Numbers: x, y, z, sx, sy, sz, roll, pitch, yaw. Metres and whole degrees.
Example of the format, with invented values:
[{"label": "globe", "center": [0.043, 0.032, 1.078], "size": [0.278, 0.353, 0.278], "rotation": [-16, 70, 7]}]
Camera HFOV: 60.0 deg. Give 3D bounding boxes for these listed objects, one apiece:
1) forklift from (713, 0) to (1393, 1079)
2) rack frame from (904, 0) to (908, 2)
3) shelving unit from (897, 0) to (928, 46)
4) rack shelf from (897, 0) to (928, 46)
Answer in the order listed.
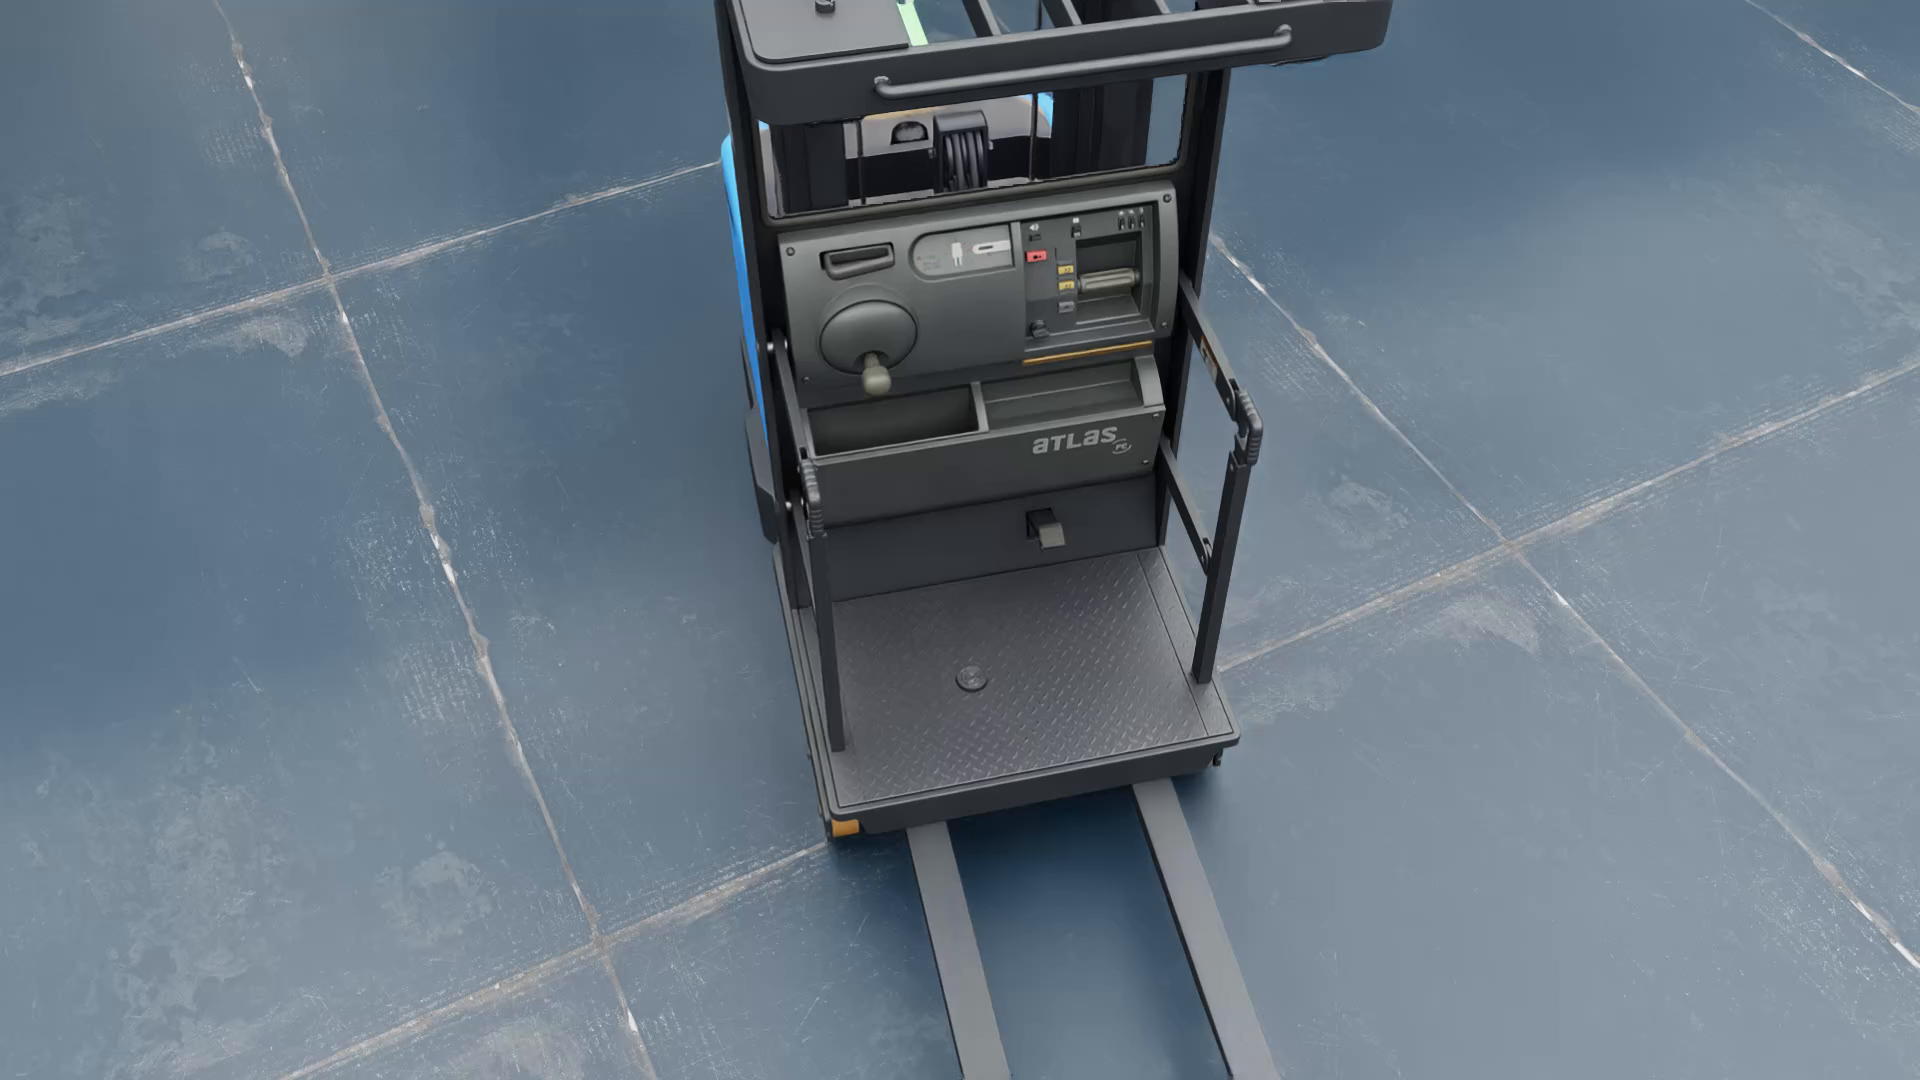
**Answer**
[{"label": "forklift", "center": [0.104, -0.477, 3.720], "size": [1.130, 2.935, 3.031], "rotation": [-10, 50, -8]}, {"label": "rack frame", "center": [-0.275, -1.400, 5.677], "size": [0.240, 1.200, 0.015], "rotation": [-10, 50, -8]}, {"label": "shelving unit", "center": [-0.222, -1.220, 5.520], "size": [0.258, 1.200, 0.503], "rotation": [-10, 50, -8]}, {"label": "rack shelf", "center": [-0.222, -1.494, 5.207], "size": [0.258, 0.148, 0.480], "rotation": [-10, 50, -8]}]
